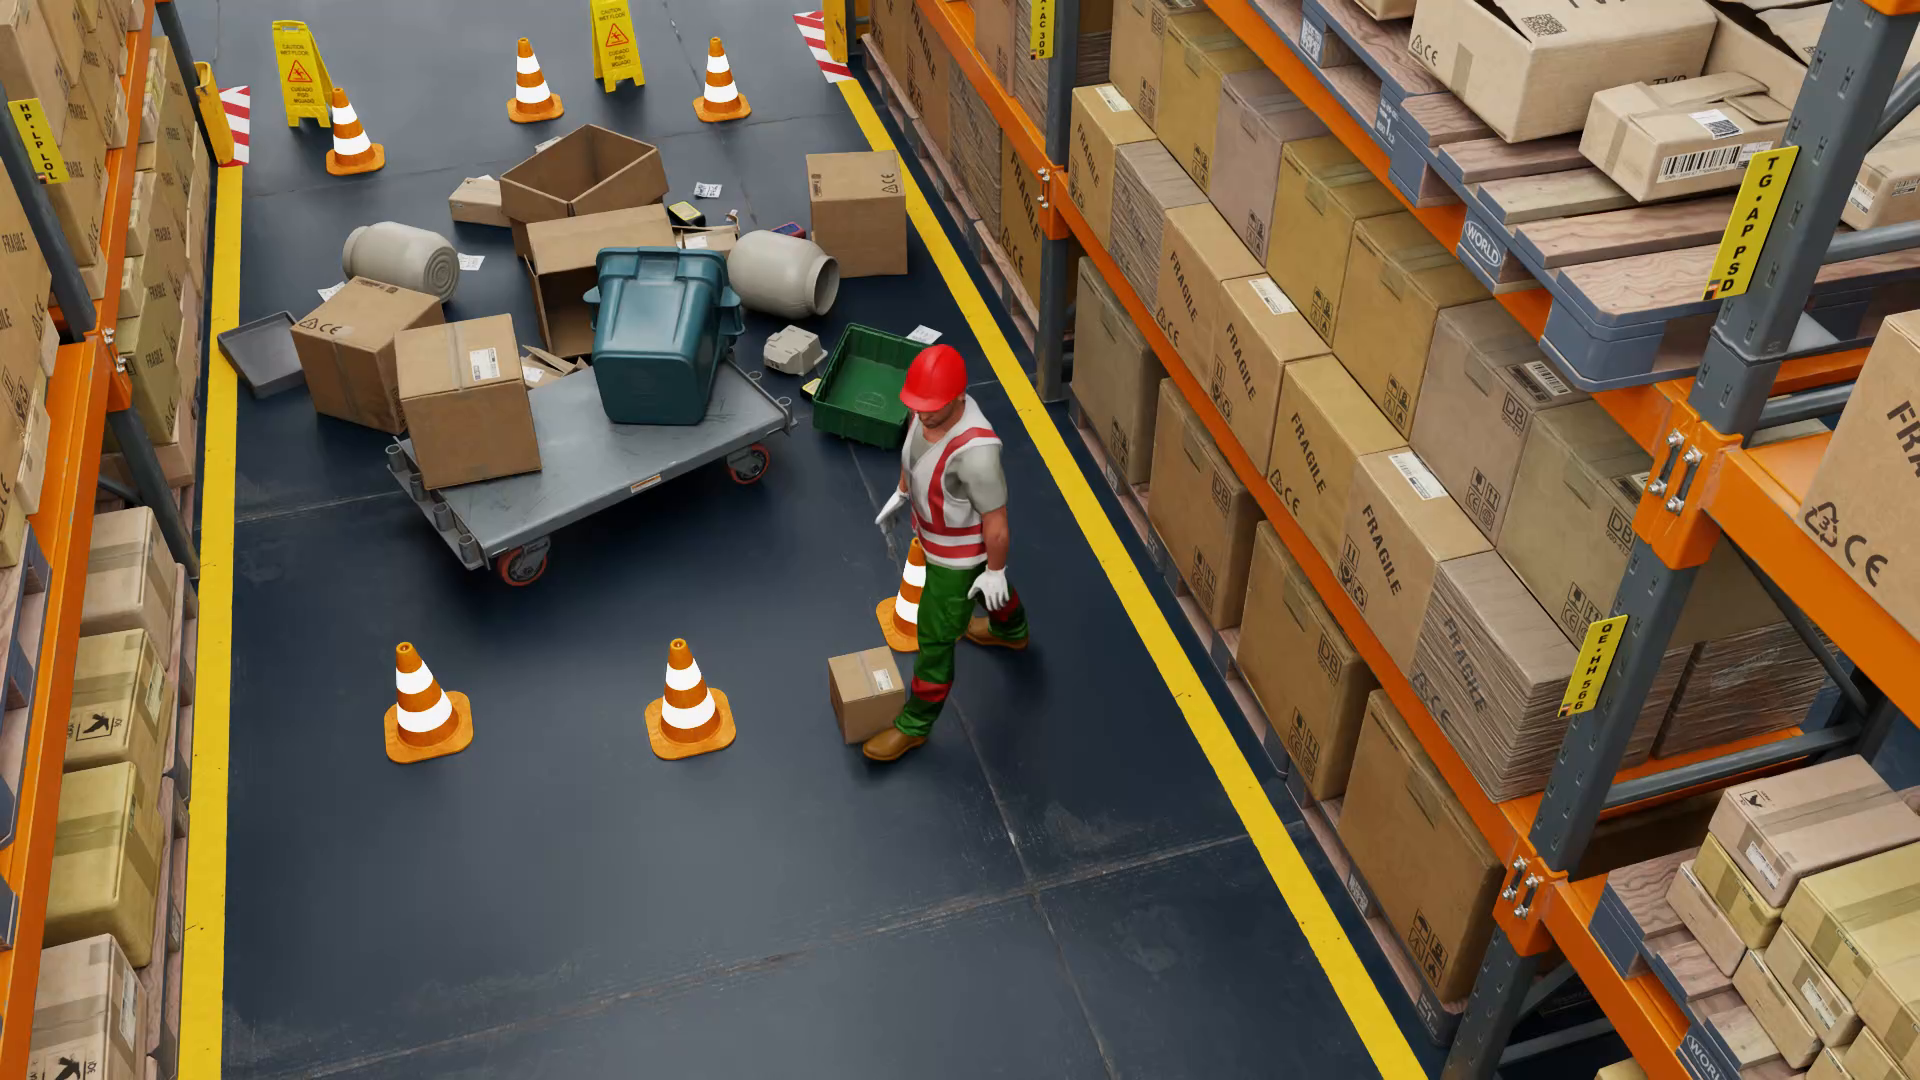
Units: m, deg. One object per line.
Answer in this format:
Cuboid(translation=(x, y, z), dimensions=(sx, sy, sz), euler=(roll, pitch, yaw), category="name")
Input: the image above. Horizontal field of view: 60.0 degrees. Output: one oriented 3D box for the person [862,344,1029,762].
Cuboid(translation=(-0.061, -0.020, 6.187), dimensions=(0.842, 1.772, 0.648), euler=(-13, 43, -14), category="person")
